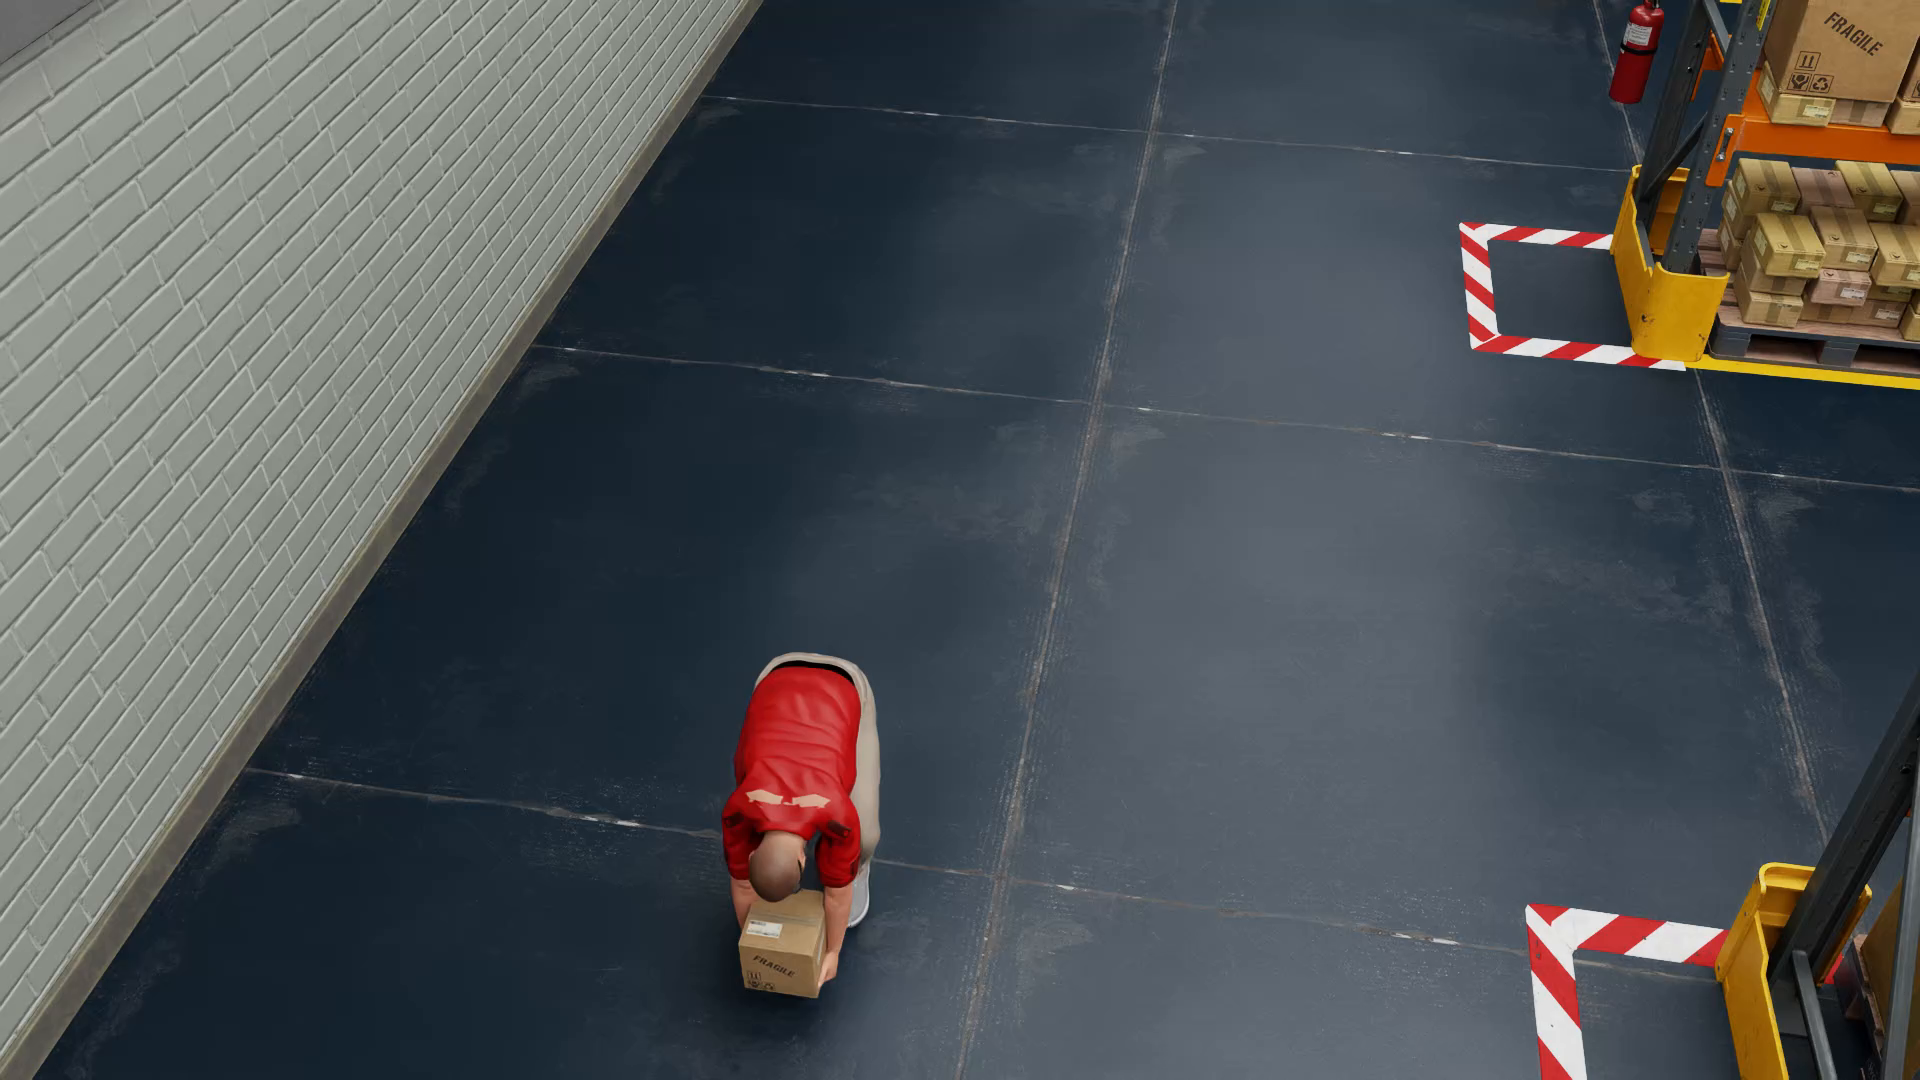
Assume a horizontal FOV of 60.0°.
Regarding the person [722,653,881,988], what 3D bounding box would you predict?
[{"bbox_3d":[-0.534,0.982,5.575,0.509,1.002,0.960,5,41,6],"label":"person"}]
